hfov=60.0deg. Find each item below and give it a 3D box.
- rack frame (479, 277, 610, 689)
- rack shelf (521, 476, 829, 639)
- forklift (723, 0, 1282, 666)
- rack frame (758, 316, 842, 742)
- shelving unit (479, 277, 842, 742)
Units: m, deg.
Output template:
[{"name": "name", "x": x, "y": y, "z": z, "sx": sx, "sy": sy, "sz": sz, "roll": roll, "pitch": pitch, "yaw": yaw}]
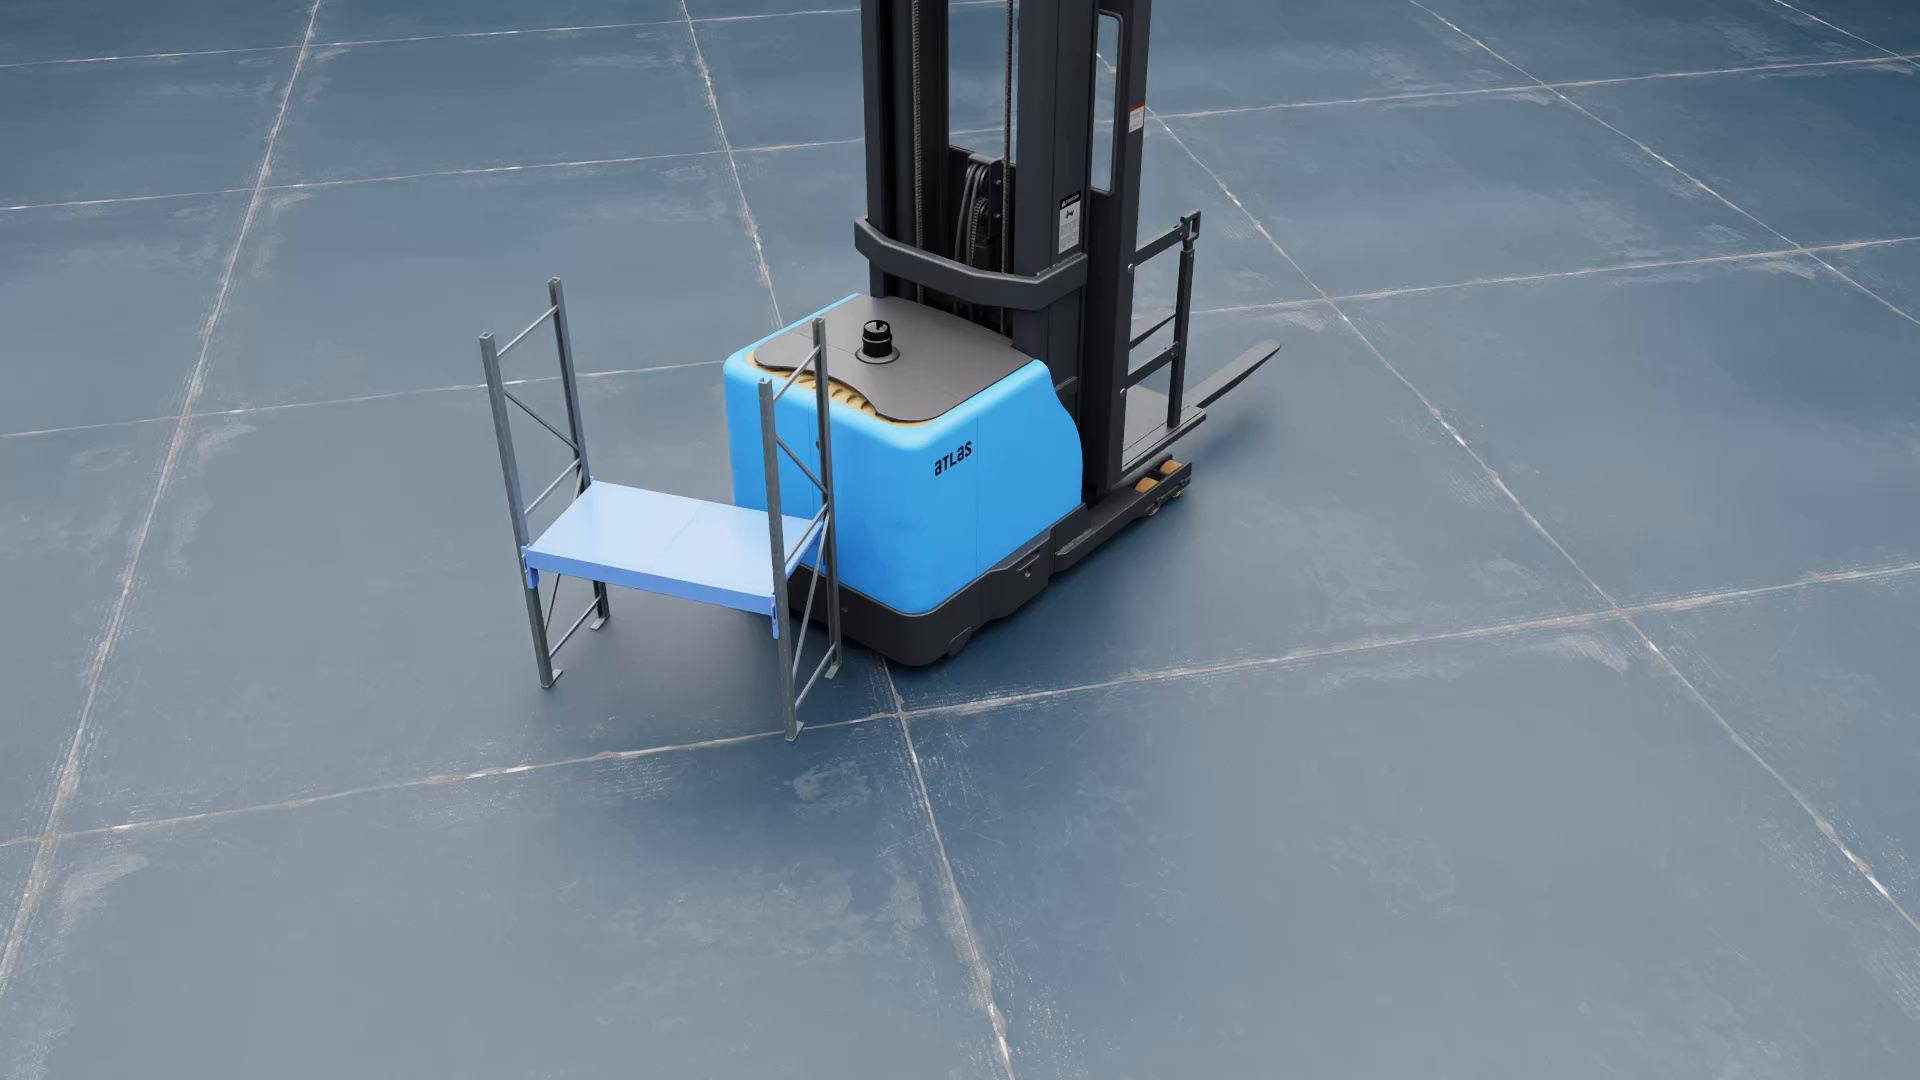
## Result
[{"name": "rack frame", "x": -1.521, "y": -0.186, "z": 6.181, "sx": 0.032, "sy": 1.500, "sz": 0.500, "roll": 10, "pitch": 35, "yaw": 15}, {"name": "rack shelf", "x": -1.037, "y": 0.051, "z": 6.151, "sx": 1.000, "sy": 0.185, "sz": 0.538, "roll": 10, "pitch": 35, "yaw": 15}, {"name": "forklift", "x": 0.395, "y": -1.485, "z": 6.833, "sx": 1.130, "sy": 2.935, "sz": 3.031, "roll": 25, "pitch": 41, "yaw": 32}, {"name": "rack frame", "x": -0.554, "y": -0.010, "z": 5.920, "sx": 0.032, "sy": 1.500, "sz": 0.500, "roll": 10, "pitch": 35, "yaw": 15}, {"name": "shelving unit", "x": -1.037, "y": -0.098, "z": 6.050, "sx": 1.048, "sy": 1.500, "sz": 0.538, "roll": 10, "pitch": 35, "yaw": 15}]
